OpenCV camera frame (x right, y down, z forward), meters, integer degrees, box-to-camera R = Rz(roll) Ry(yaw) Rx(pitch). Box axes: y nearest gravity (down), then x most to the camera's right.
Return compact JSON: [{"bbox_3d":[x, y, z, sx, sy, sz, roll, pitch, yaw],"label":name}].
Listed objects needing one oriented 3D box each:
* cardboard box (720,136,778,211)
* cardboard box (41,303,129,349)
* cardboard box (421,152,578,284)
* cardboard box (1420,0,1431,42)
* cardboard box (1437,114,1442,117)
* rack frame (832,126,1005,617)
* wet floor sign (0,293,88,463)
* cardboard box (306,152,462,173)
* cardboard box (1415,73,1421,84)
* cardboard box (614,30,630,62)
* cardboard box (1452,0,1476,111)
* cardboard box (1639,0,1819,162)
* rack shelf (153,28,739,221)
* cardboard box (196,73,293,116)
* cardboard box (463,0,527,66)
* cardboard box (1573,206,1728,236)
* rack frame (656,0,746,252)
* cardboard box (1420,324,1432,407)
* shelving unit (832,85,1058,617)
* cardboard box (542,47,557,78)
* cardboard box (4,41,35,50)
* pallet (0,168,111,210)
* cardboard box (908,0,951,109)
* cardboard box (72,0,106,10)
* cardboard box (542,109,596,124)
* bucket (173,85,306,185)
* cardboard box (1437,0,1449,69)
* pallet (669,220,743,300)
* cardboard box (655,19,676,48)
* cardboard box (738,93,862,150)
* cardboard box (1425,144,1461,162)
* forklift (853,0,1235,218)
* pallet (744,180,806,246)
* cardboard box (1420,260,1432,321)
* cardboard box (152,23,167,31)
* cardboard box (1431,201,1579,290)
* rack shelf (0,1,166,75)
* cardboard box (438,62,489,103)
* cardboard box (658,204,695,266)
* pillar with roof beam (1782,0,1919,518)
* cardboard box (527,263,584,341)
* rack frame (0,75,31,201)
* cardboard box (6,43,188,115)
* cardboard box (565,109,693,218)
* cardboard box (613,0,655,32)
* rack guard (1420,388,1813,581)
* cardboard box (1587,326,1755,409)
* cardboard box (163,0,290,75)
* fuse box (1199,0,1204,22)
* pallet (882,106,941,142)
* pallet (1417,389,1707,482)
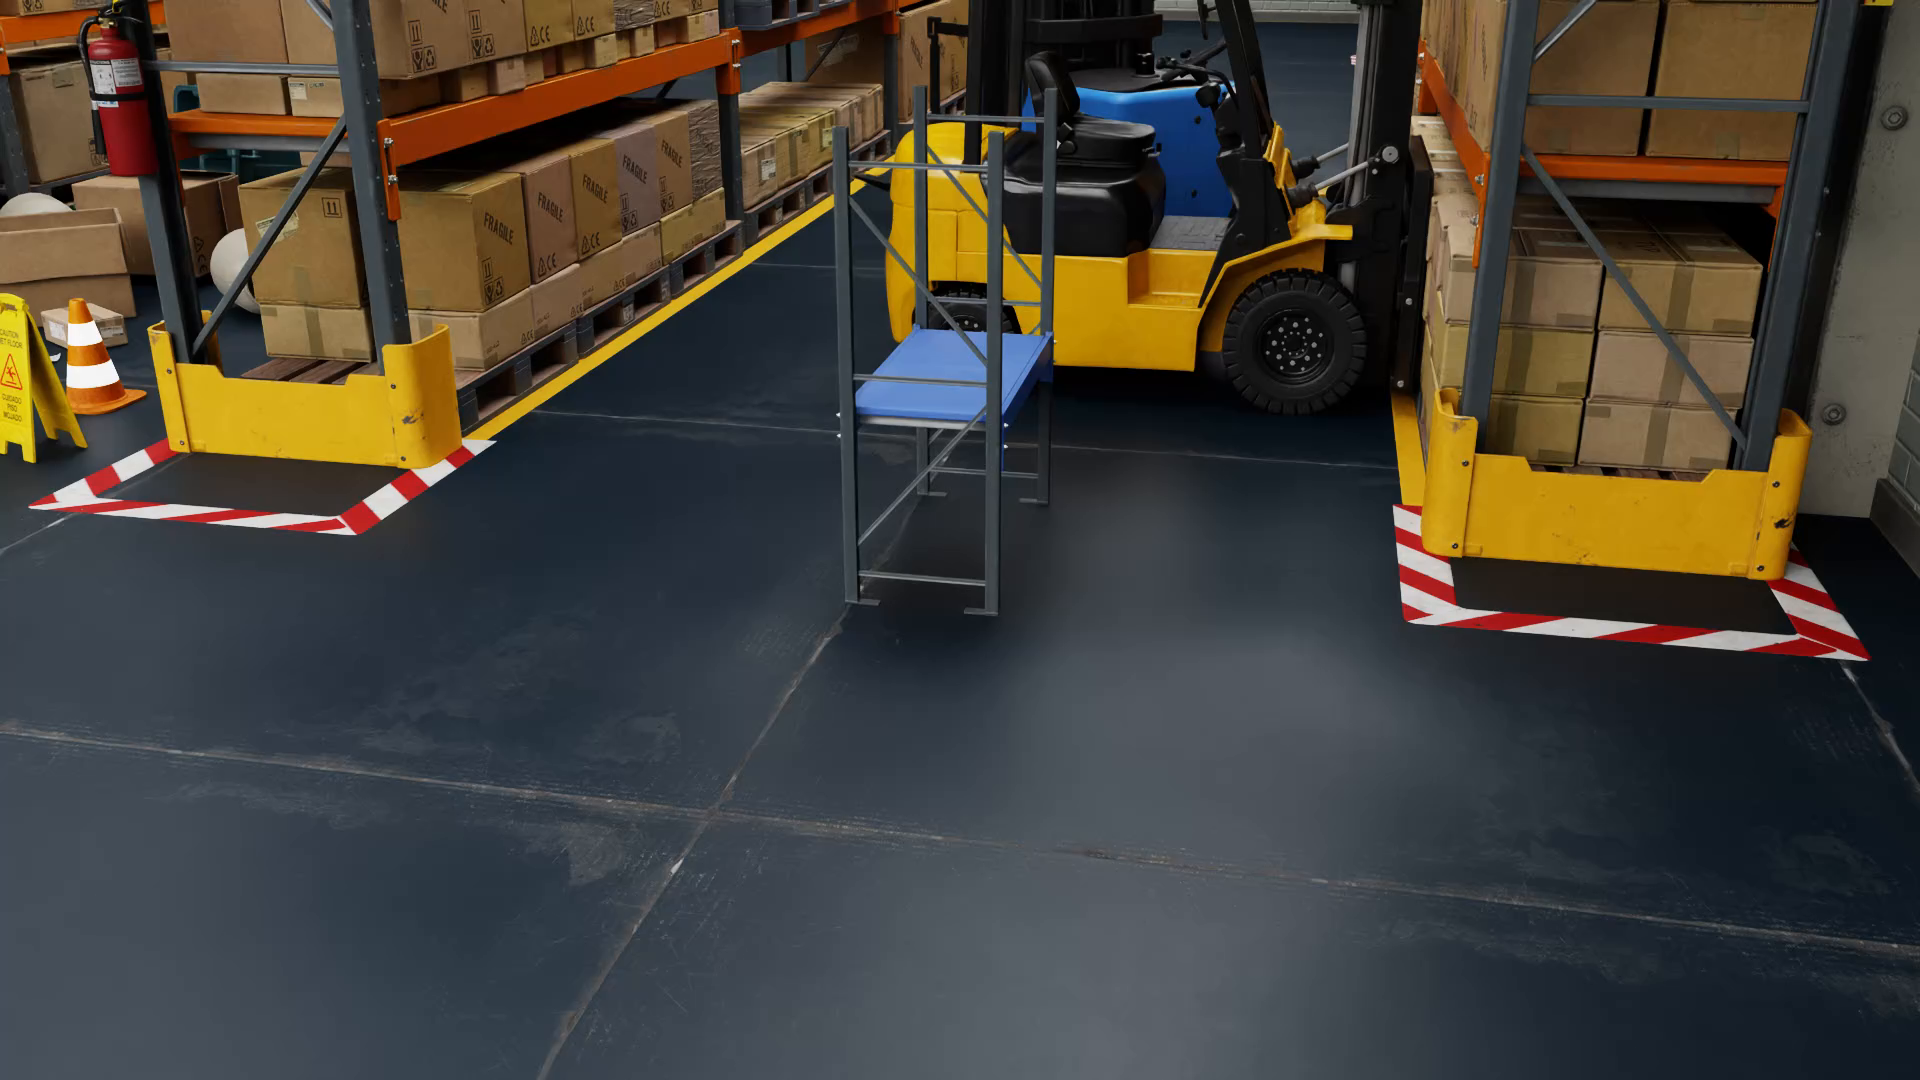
[{"bbox_3d":[-1.727,-2.376,10.694,0.950,0.372,0.625,5,22,12],"label":"cardboard box"},{"bbox_3d":[-4.358,-1.056,8.277,0.380,0.149,0.250,18,28,38],"label":"cardboard box"},{"bbox_3d":[-2.105,-1.487,7.645,0.500,0.500,0.500,4,22,9],"label":"cardboard box"},{"bbox_3d":[2.876,-2.966,9.404,0.500,0.250,0.500,5,22,12],"label":"cardboard box"},{"bbox_3d":[3.124,-2.116,9.710,0.875,0.625,0.625,5,23,13],"label":"cardboard box"},{"bbox_3d":[-0.121,-0.479,5.034,0.500,1.500,0.032,4,22,11],"label":"rack frame"},{"bbox_3d":[-3.734,-0.666,6.643,0.267,0.644,0.232,13,25,29],"label":"wet floor sign"},{"bbox_3d":[-2.636,-1.517,7.719,0.500,0.500,0.500,5,23,13],"label":"cardboard box"},{"bbox_3d":[3.579,-2.921,11.708,0.875,0.625,0.625,5,23,13],"label":"cardboard box"},{"bbox_3d":[-1.884,-2.488,8.352,0.380,0.149,0.250,4,22,10],"label":"cardboard box"},{"bbox_3d":[2.275,-1.991,6.649,0.500,0.500,0.500,4,22,10],"label":"cardboard box"},{"bbox_3d":[2.586,-1.575,5.615,0.500,0.500,0.500,5,23,13],"label":"cardboard box"},{"bbox_3d":[-2.239,-2.143,8.123,1.077,0.370,4.000,4,22,11],"label":"rack shelf"},{"bbox_3d":[-2.780,-1.782,6.600,0.380,0.149,0.250,5,23,13],"label":"cardboard box"},{"bbox_3d":[-2.177,-2.272,6.947,0.500,0.500,0.500,5,23,13],"label":"cardboard box"},{"bbox_3d":[2.594,-1.096,6.340,0.500,0.250,0.500,4,22,11],"label":"cardboard box"},{"bbox_3d":[-1.831,-3.208,9.805,1.000,3.000,0.127,4,22,11],"label":"rack frame"},{"bbox_3d":[2.110,-0.665,6.608,0.500,0.250,0.500,4,22,11],"label":"cardboard box"},{"bbox_3d":[-0.017,-0.665,5.496,0.538,1.500,1.048,4,22,11],"label":"shelving unit"},{"bbox_3d":[-2.092,-2.210,7.661,0.380,0.149,0.250,5,23,13],"label":"cardboard box"},{"bbox_3d":[-10.366,-5.212,17.062,1.225,0.875,0.875,5,22,11],"label":"cardboard box"},{"bbox_3d":[-6.614,-2.543,11.886,1.003,0.211,1.213,4,22,11],"label":"pallet"},{"bbox_3d":[-0.607,-4.453,15.176,0.875,0.875,0.875,5,22,12],"label":"cardboard box"},{"bbox_3d":[-6.225,-3.952,11.517,0.500,0.500,0.500,5,22,11],"label":"cardboard box"},{"bbox_3d":[-2.314,-2.084,9.127,0.500,0.500,0.500,5,23,13],"label":"cardboard box"},{"bbox_3d":[-4.468,-2.510,10.418,0.726,0.611,0.620,13,15,29],"label":"bucket"},{"bbox_3d":[2.593,-2.544,8.021,0.500,0.500,0.500,5,22,12],"label":"cardboard box"},{"bbox_3d":[-1.934,-1.667,9.709,1.003,0.211,1.213,4,22,11],"label":"pallet"},{"bbox_3d":[-1.772,-2.770,9.052,0.380,0.149,0.250,5,22,11],"label":"cardboard box"},{"bbox_3d":[-1.283,-3.171,12.667,0.950,0.372,0.625,4,22,10],"label":"cardboard box"},{"bbox_3d":[2.418,-1.693,7.821,0.500,0.250,0.500,5,23,13],"label":"cardboard box"},{"bbox_3d":[0.402,-3.297,10.116,1.130,2.935,3.031,-15,26,-32],"label":"forklift"},{"bbox_3d":[-1.674,-2.200,11.033,1.003,0.211,1.213,4,22,11],"label":"pallet"},{"bbox_3d":[2.204,-1.095,7.006,0.500,0.250,0.500,4,22,10],"label":"cardboard box"},{"bbox_3d":[-9.687,-6.334,19.848,0.875,0.875,0.875,4,22,11],"label":"cardboard box"},{"bbox_3d":[2.100,-1.131,6.427,0.500,0.250,0.500,5,22,12],"label":"cardboard box"},{"bbox_3d":[-6.290,-3.947,12.601,1.077,0.370,4.000,4,22,11],"label":"rack shelf"},{"bbox_3d":[-2.204,-1.922,6.946,0.380,0.149,0.250,4,22,9],"label":"cardboard box"},{"bbox_3d":[-1.787,-1.696,9.167,0.500,0.250,0.500,4,22,9],"label":"cardboard box"},{"bbox_3d":[-0.977,-4.665,5.392,9.100,9.000,0.400,4,22,11],"label":"pillar with roof beam"},{"bbox_3d":[-2.100,-1.125,7.750,0.500,0.250,0.500,5,23,13],"label":"cardboard box"},{"bbox_3d":[-6.698,-3.549,10.650,1.000,3.000,0.127,4,22,11],"label":"rack frame"},{"bbox_3d":[-6.458,-3.287,12.448,1.050,0.750,0.750,4,22,11],"label":"cardboard box"},{"bbox_3d":[-1.791,-2.053,9.050,0.500,0.500,0.500,5,22,12],"label":"cardboard box"},{"bbox_3d":[-1.878,-2.833,8.339,0.500,0.500,0.500,5,22,12],"label":"cardboard box"},{"bbox_3d":[2.208,-0.200,5.682,1.175,0.500,0.348,4,22,11],"label":"rack guard"},{"bbox_3d":[2.512,-0.676,5.966,0.500,0.250,0.500,5,22,12],"label":"cardboard box"},{"bbox_3d":[-2.806,-2.149,6.643,0.500,0.500,0.500,4,22,10],"label":"cardboard box"},{"bbox_3d":[3.772,-8.850,25.537,0.539,1.711,0.414,4,22,11],"label":"fuse box"},{"bbox_3d":[-0.780,-3.660,14.660,1.003,0.211,1.213,4,22,11],"label":"pallet"},{"bbox_3d":[2.328,-0.358,6.460,1.003,0.211,1.213,4,22,11],"label":"pallet"}]
